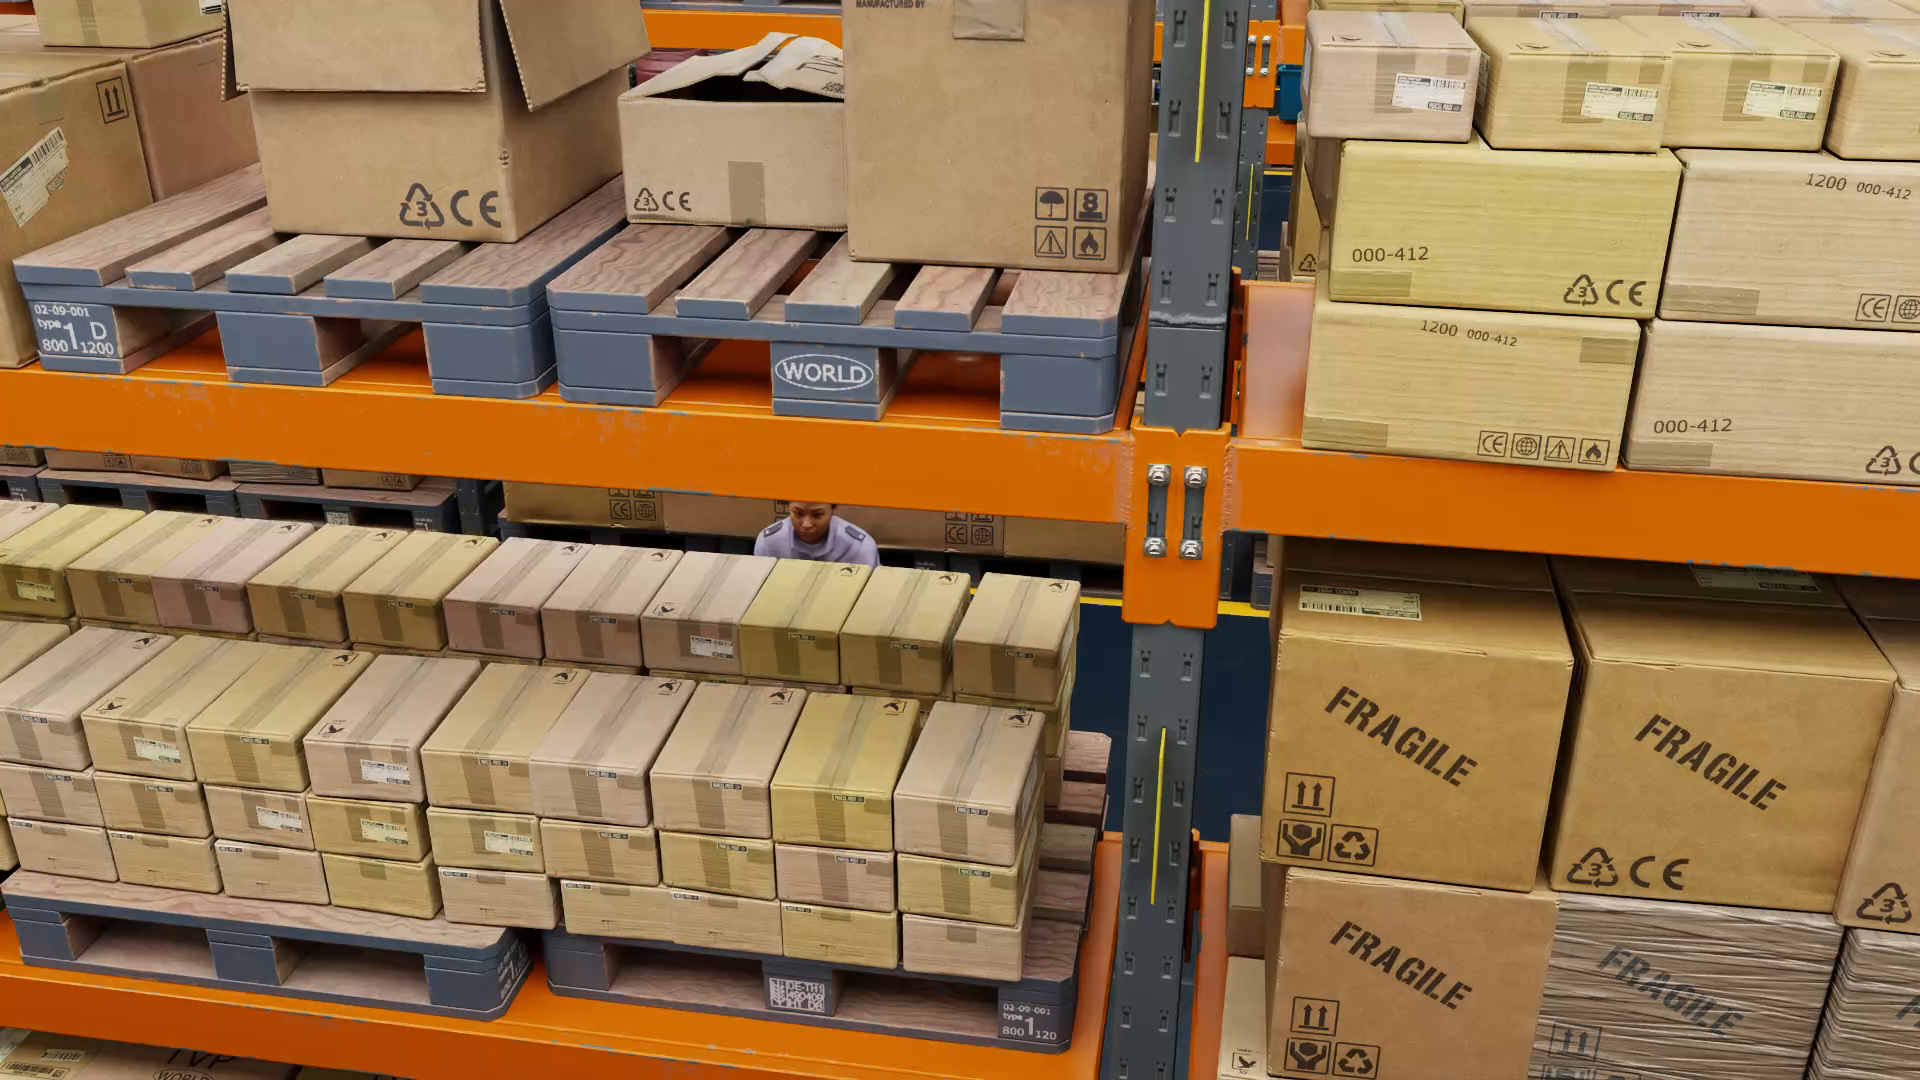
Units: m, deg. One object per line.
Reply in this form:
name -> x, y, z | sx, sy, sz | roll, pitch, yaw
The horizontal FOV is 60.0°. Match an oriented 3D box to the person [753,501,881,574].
person -> -0.530, 0.477, 6.096 | 0.560, 1.652, 0.366 | 3, 25, 7
